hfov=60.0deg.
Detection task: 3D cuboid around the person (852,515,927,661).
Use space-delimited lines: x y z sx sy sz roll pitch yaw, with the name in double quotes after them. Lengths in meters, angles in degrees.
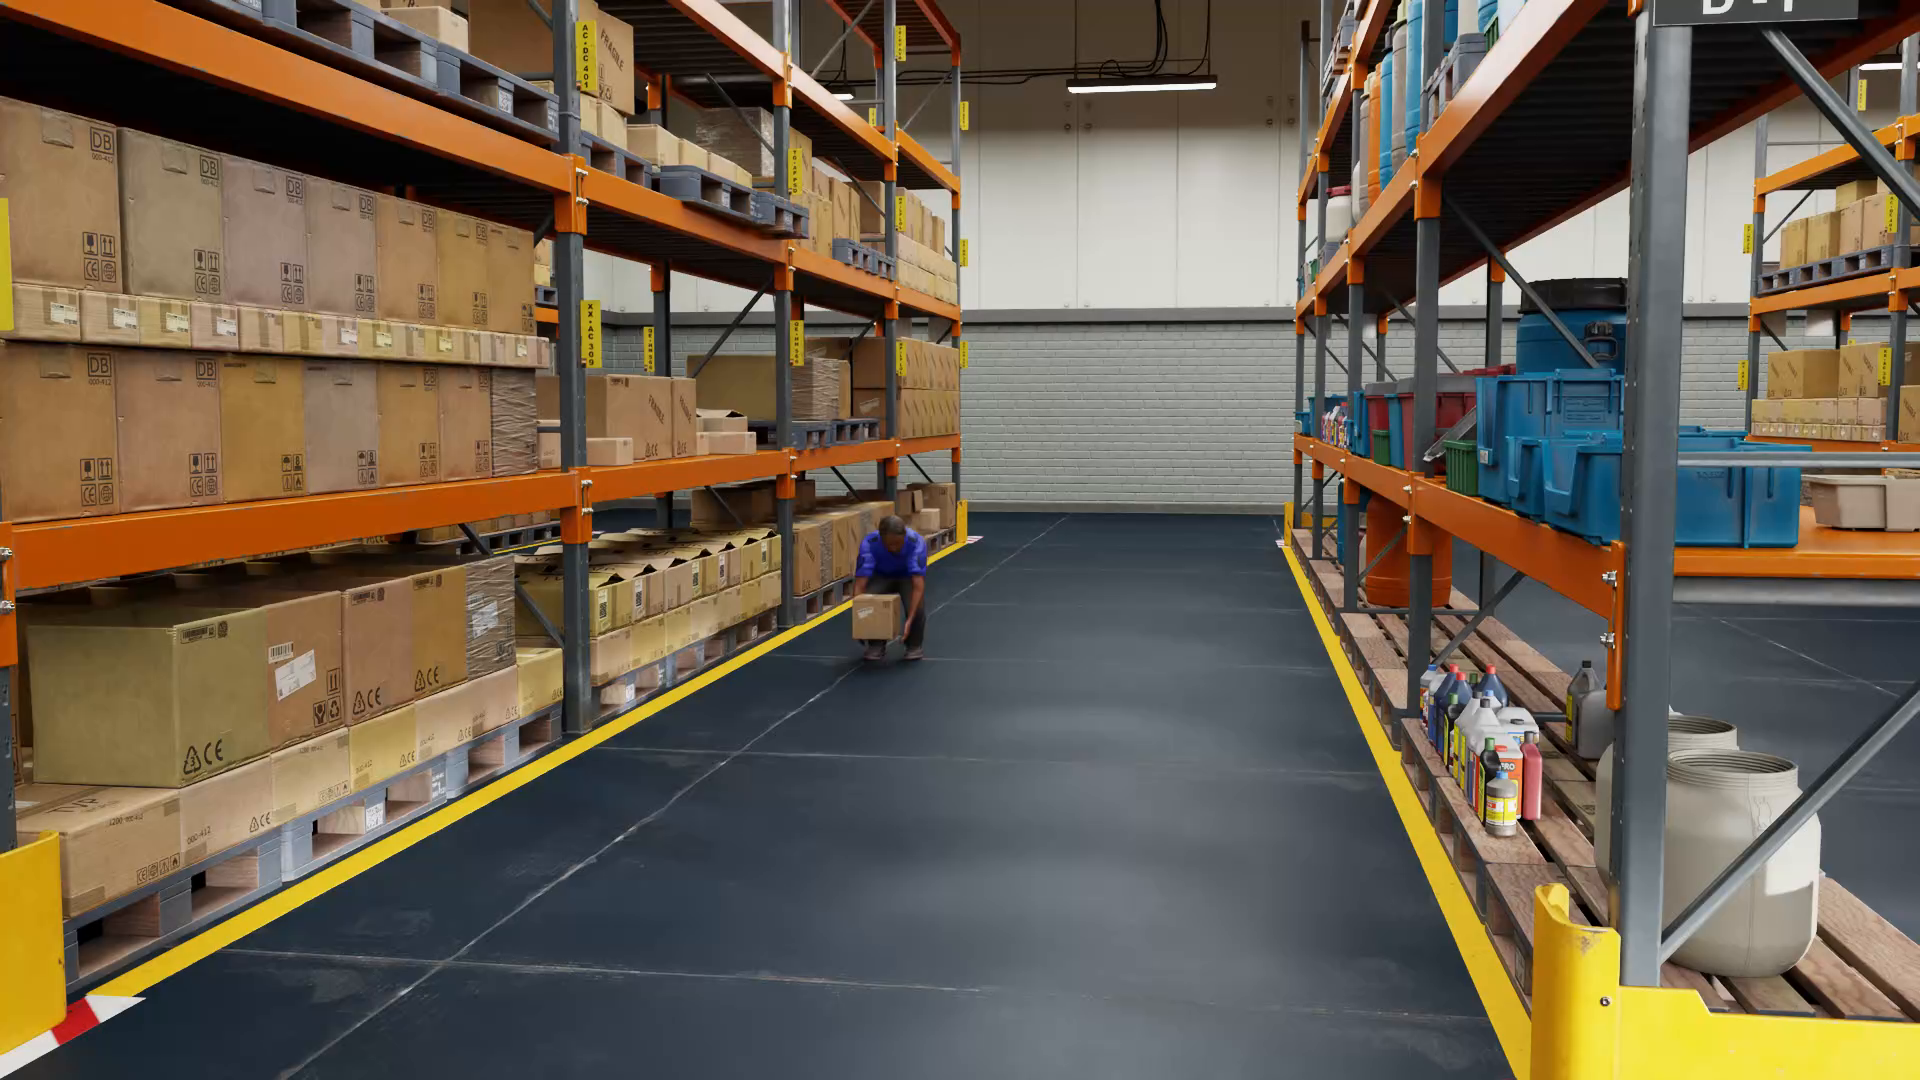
-0.425 0.299 10.638 0.475 0.958 0.808 1 5 9 "person"
